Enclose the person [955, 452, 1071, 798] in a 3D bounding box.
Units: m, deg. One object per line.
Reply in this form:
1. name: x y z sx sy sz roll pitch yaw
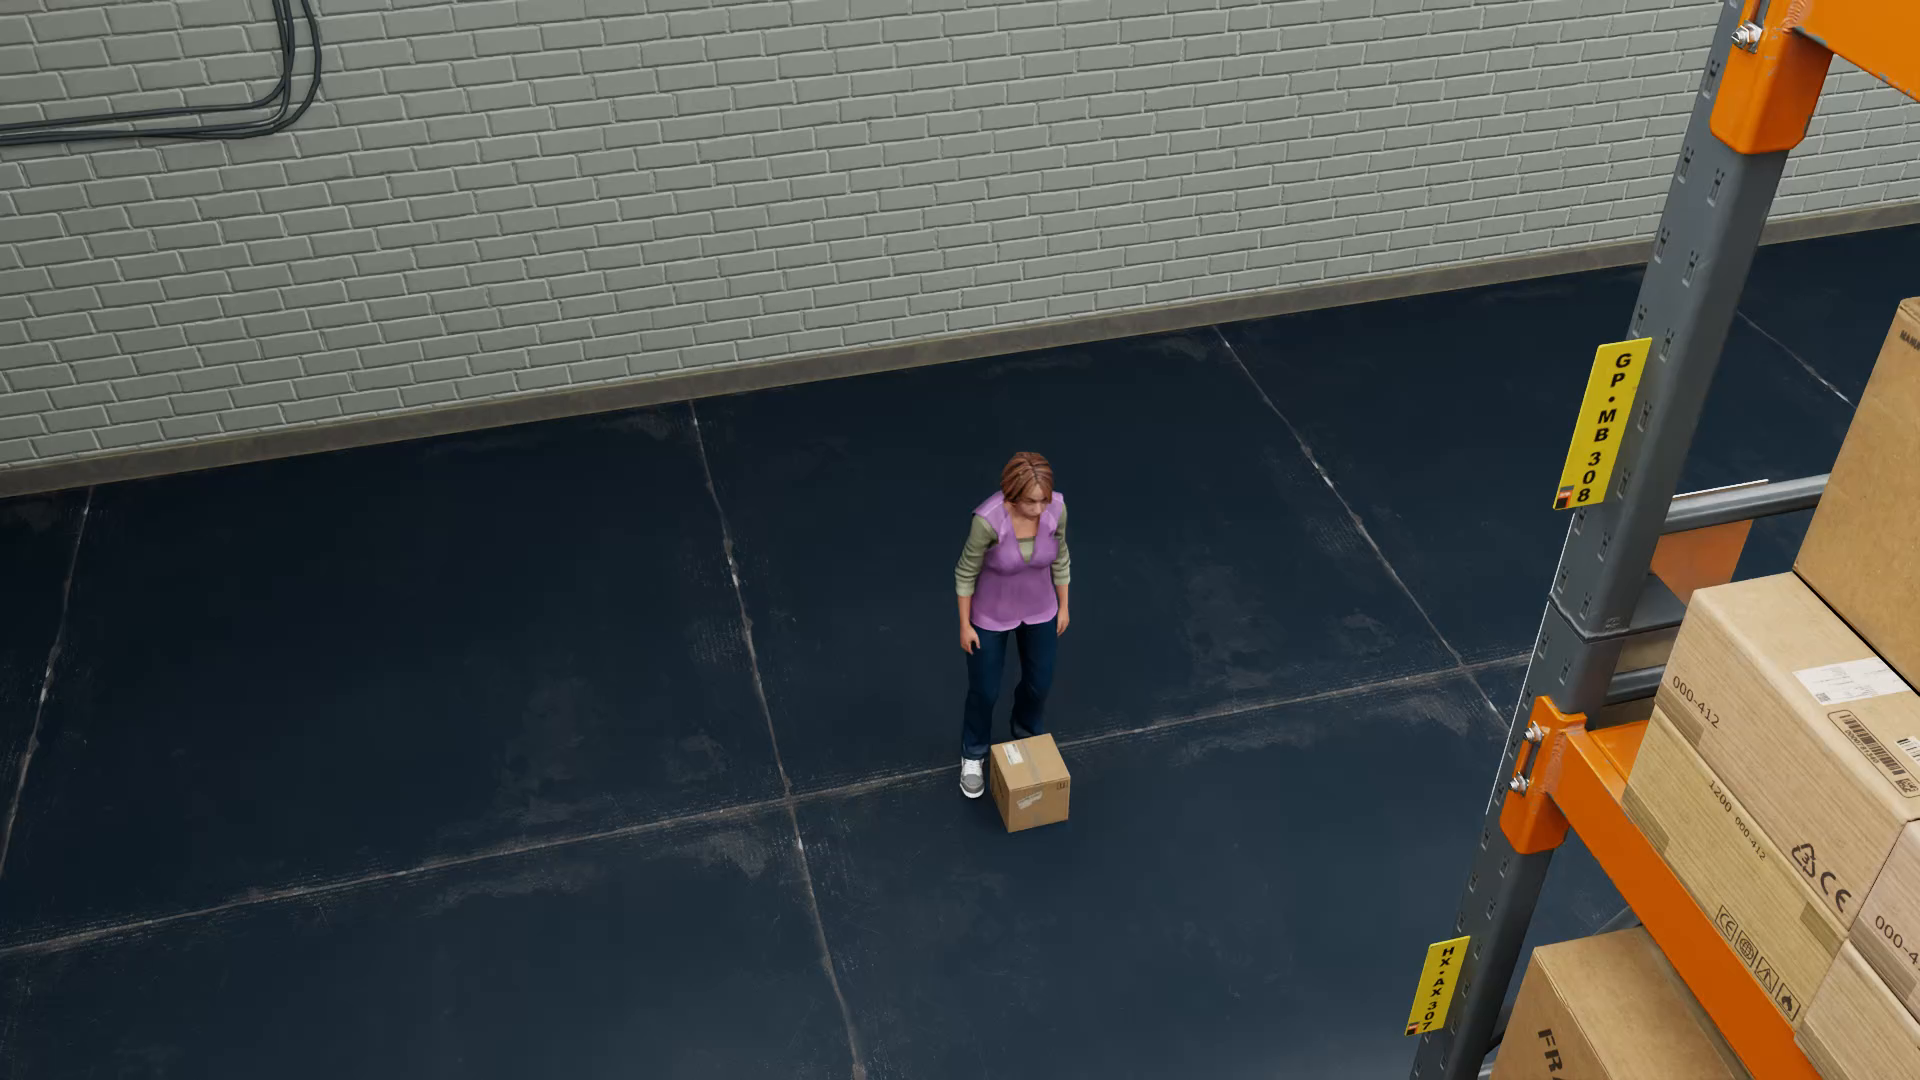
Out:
1. person: 0.203 0.297 6.351 0.471 1.592 0.348 -11 40 -14
